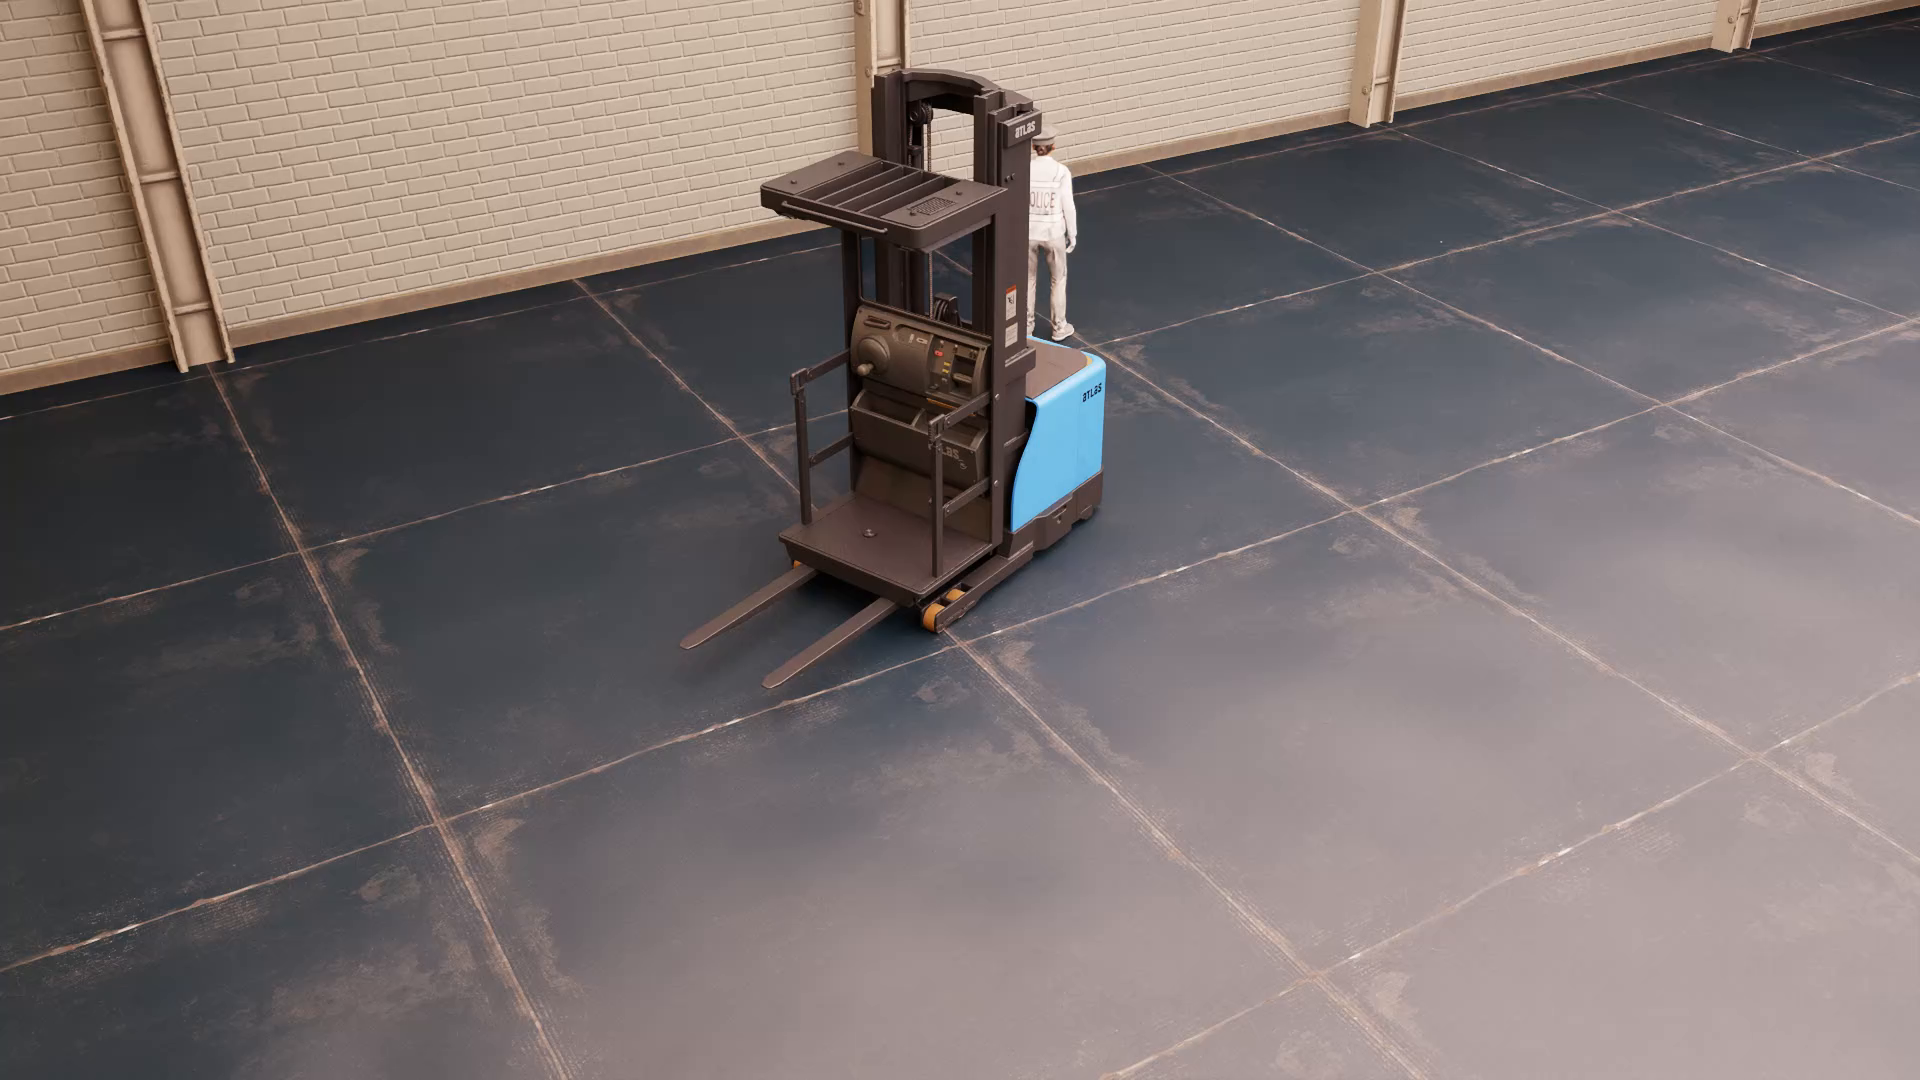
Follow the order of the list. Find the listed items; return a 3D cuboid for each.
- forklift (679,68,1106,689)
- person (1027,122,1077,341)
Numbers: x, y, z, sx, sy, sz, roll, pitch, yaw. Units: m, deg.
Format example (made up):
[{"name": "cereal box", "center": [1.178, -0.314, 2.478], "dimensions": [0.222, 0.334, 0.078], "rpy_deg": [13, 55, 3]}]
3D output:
[{"name": "forklift", "center": [-0.365, -1.007, 9.329], "dimensions": [1.130, 2.935, 3.031], "rpy_deg": [21, 37, 31]}, {"name": "person", "center": [0.634, -2.344, 12.798], "dimensions": [0.528, 1.664, 0.373], "rpy_deg": [7, 32, 11]}]
